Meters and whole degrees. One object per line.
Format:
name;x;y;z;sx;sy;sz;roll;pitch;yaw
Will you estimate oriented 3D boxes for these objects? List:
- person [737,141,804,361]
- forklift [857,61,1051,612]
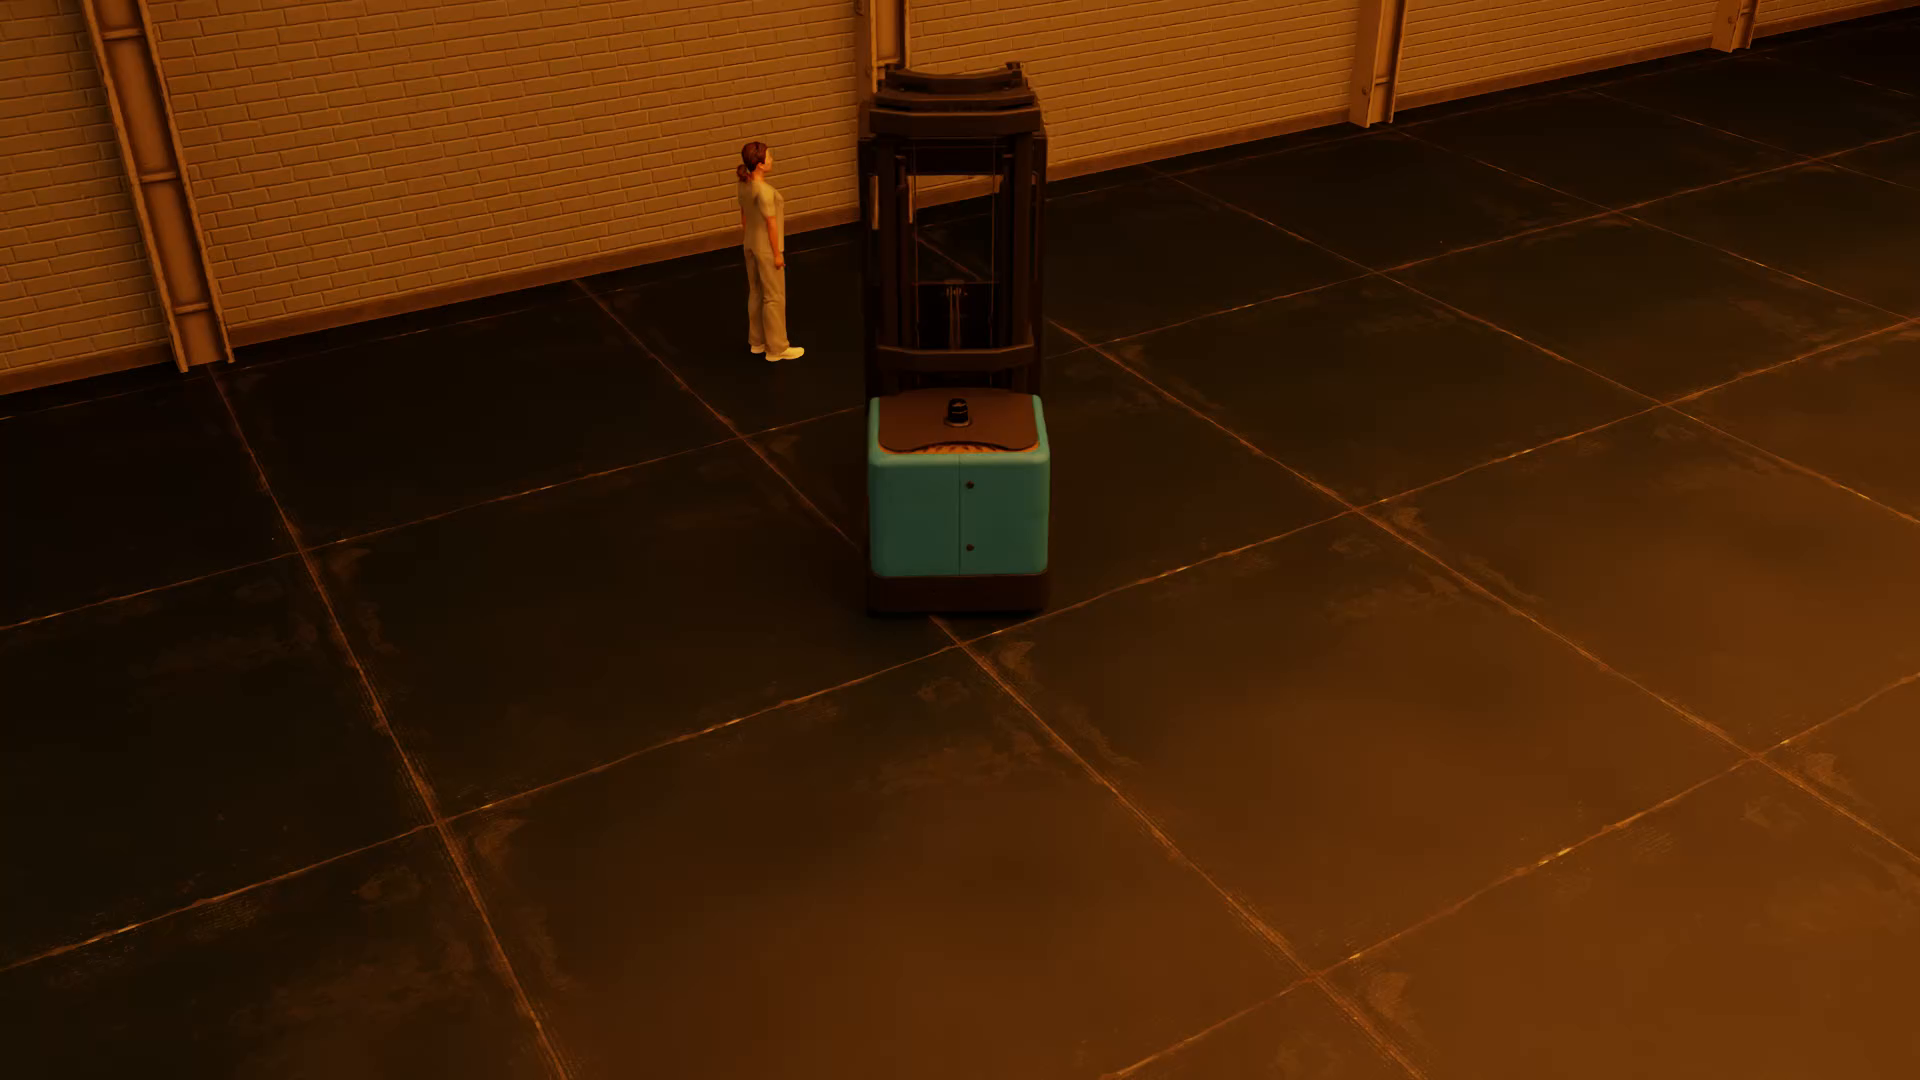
person;-1.467;-2.176;12.507;0.372;1.672;0.431;-21;37;-31
forklift;-0.054;-1.559;10.251;1.130;2.935;3.031;-1;31;-2
